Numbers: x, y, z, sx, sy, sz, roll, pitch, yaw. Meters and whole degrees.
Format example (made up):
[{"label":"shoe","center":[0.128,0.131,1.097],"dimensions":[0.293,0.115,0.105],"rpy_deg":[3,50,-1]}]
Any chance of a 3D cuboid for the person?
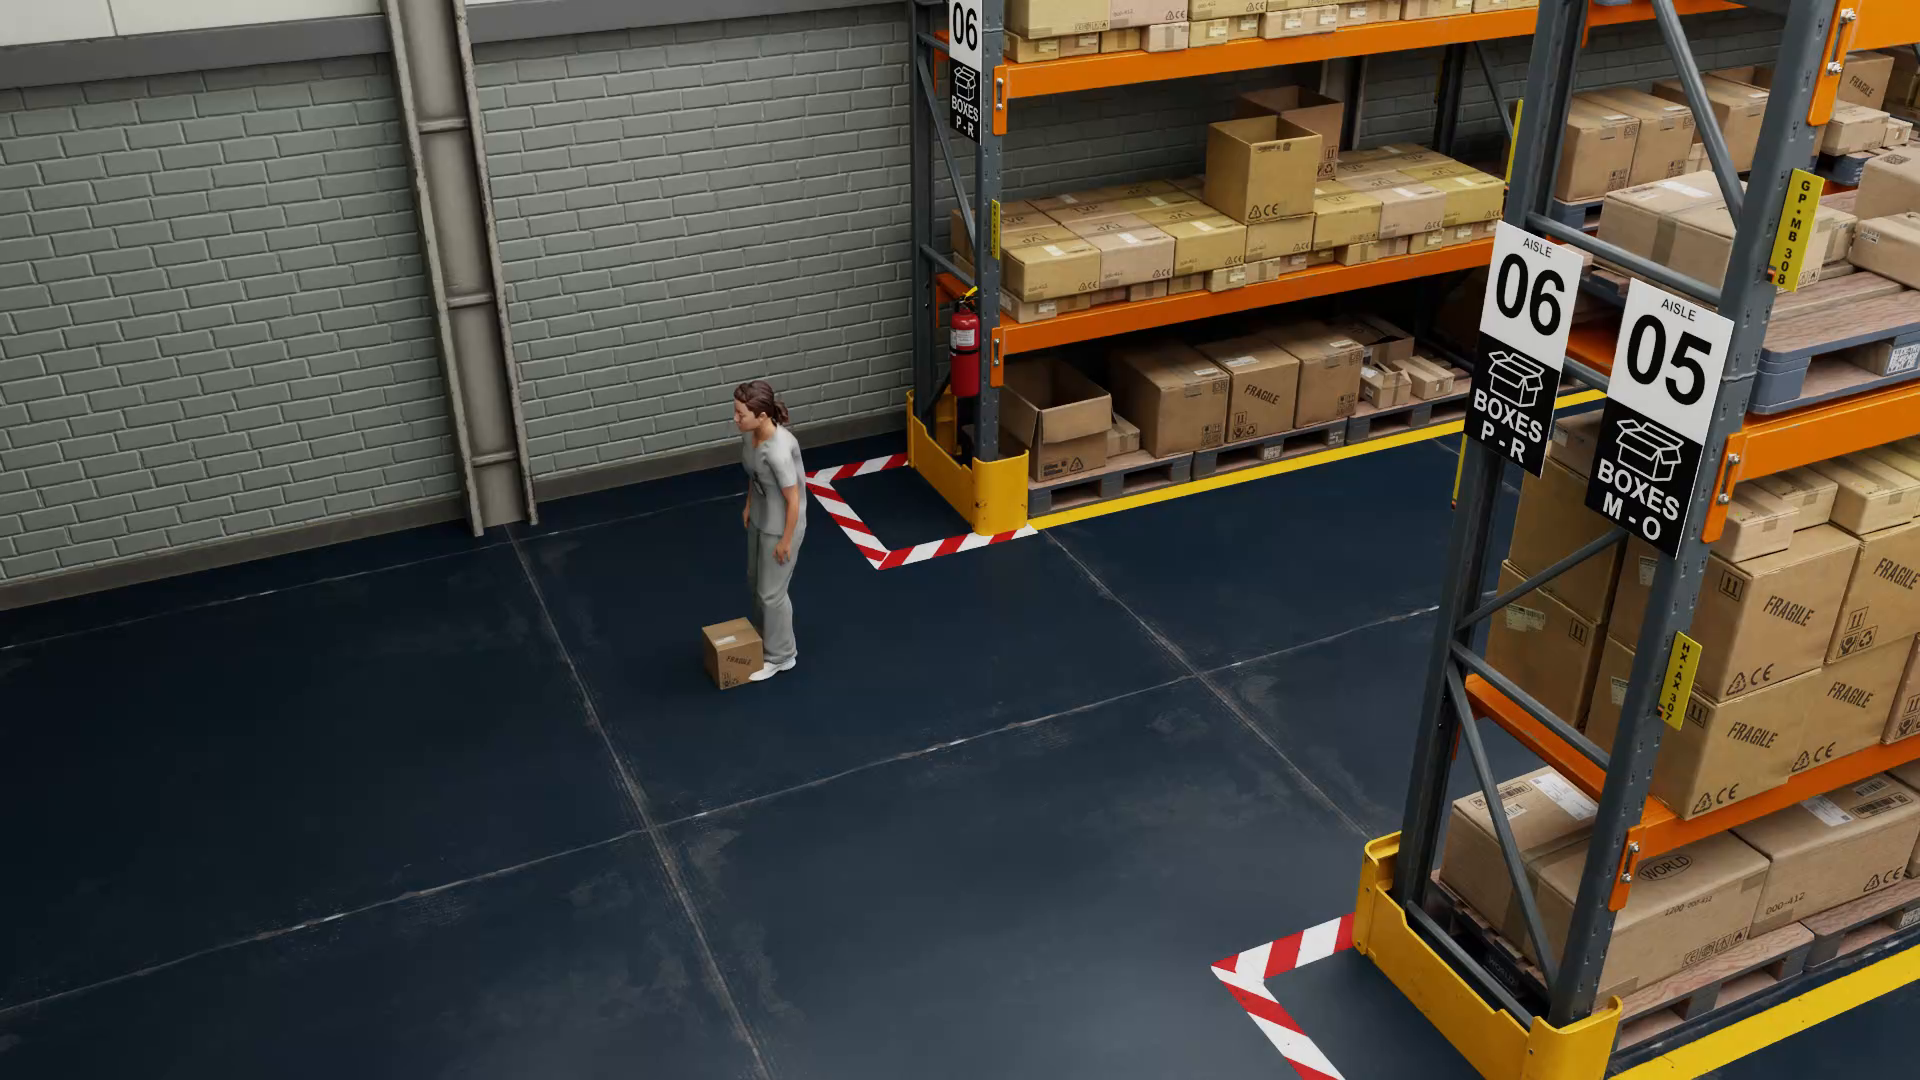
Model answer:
[{"label":"person","center":[-1.006,-0.066,8.566],"dimensions":[0.416,1.671,0.513],"rpy_deg":[-15,33,-25]}]
